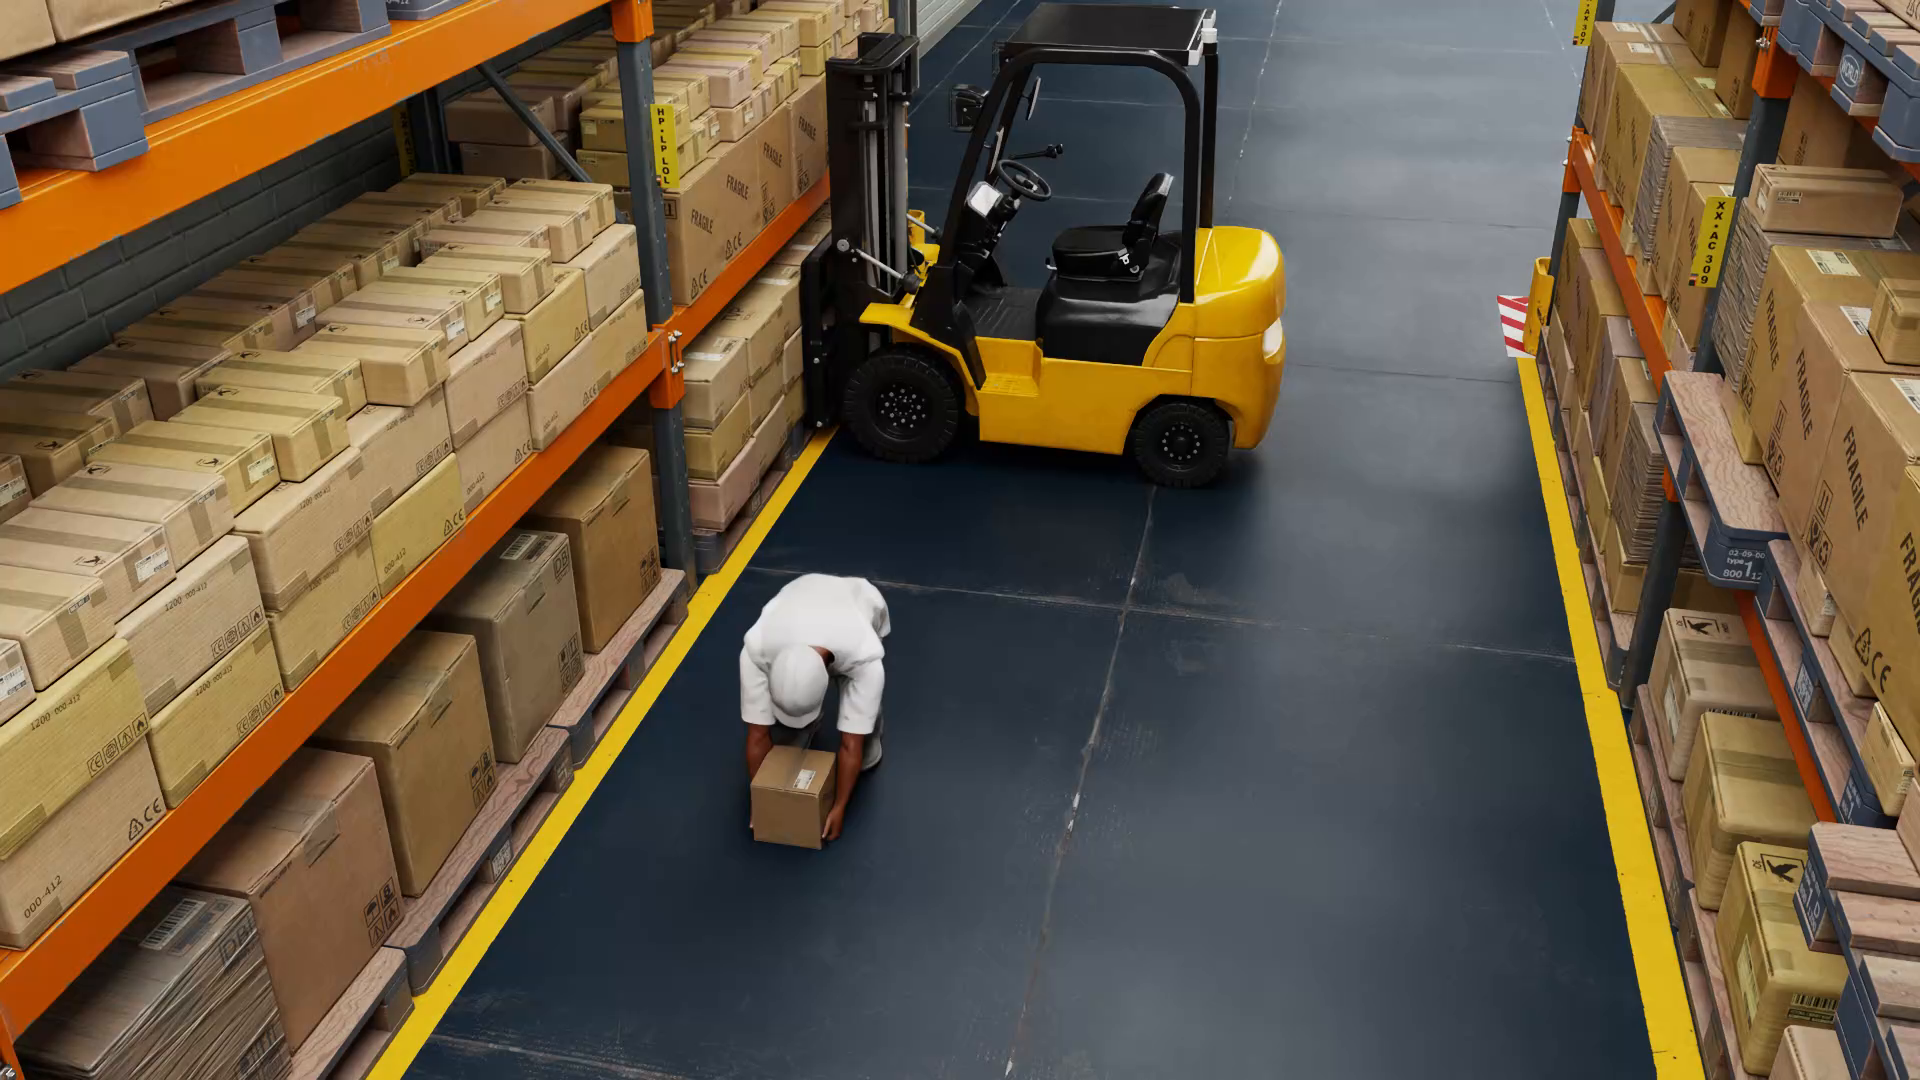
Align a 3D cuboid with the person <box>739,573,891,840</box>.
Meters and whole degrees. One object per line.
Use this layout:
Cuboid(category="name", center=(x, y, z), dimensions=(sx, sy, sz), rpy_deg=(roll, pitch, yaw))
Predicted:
Cuboid(category="person", center=(-0.507, 0.555, 6.129), dimensions=(0.531, 0.810, 0.959), rpy_deg=(5, 29, 9))
